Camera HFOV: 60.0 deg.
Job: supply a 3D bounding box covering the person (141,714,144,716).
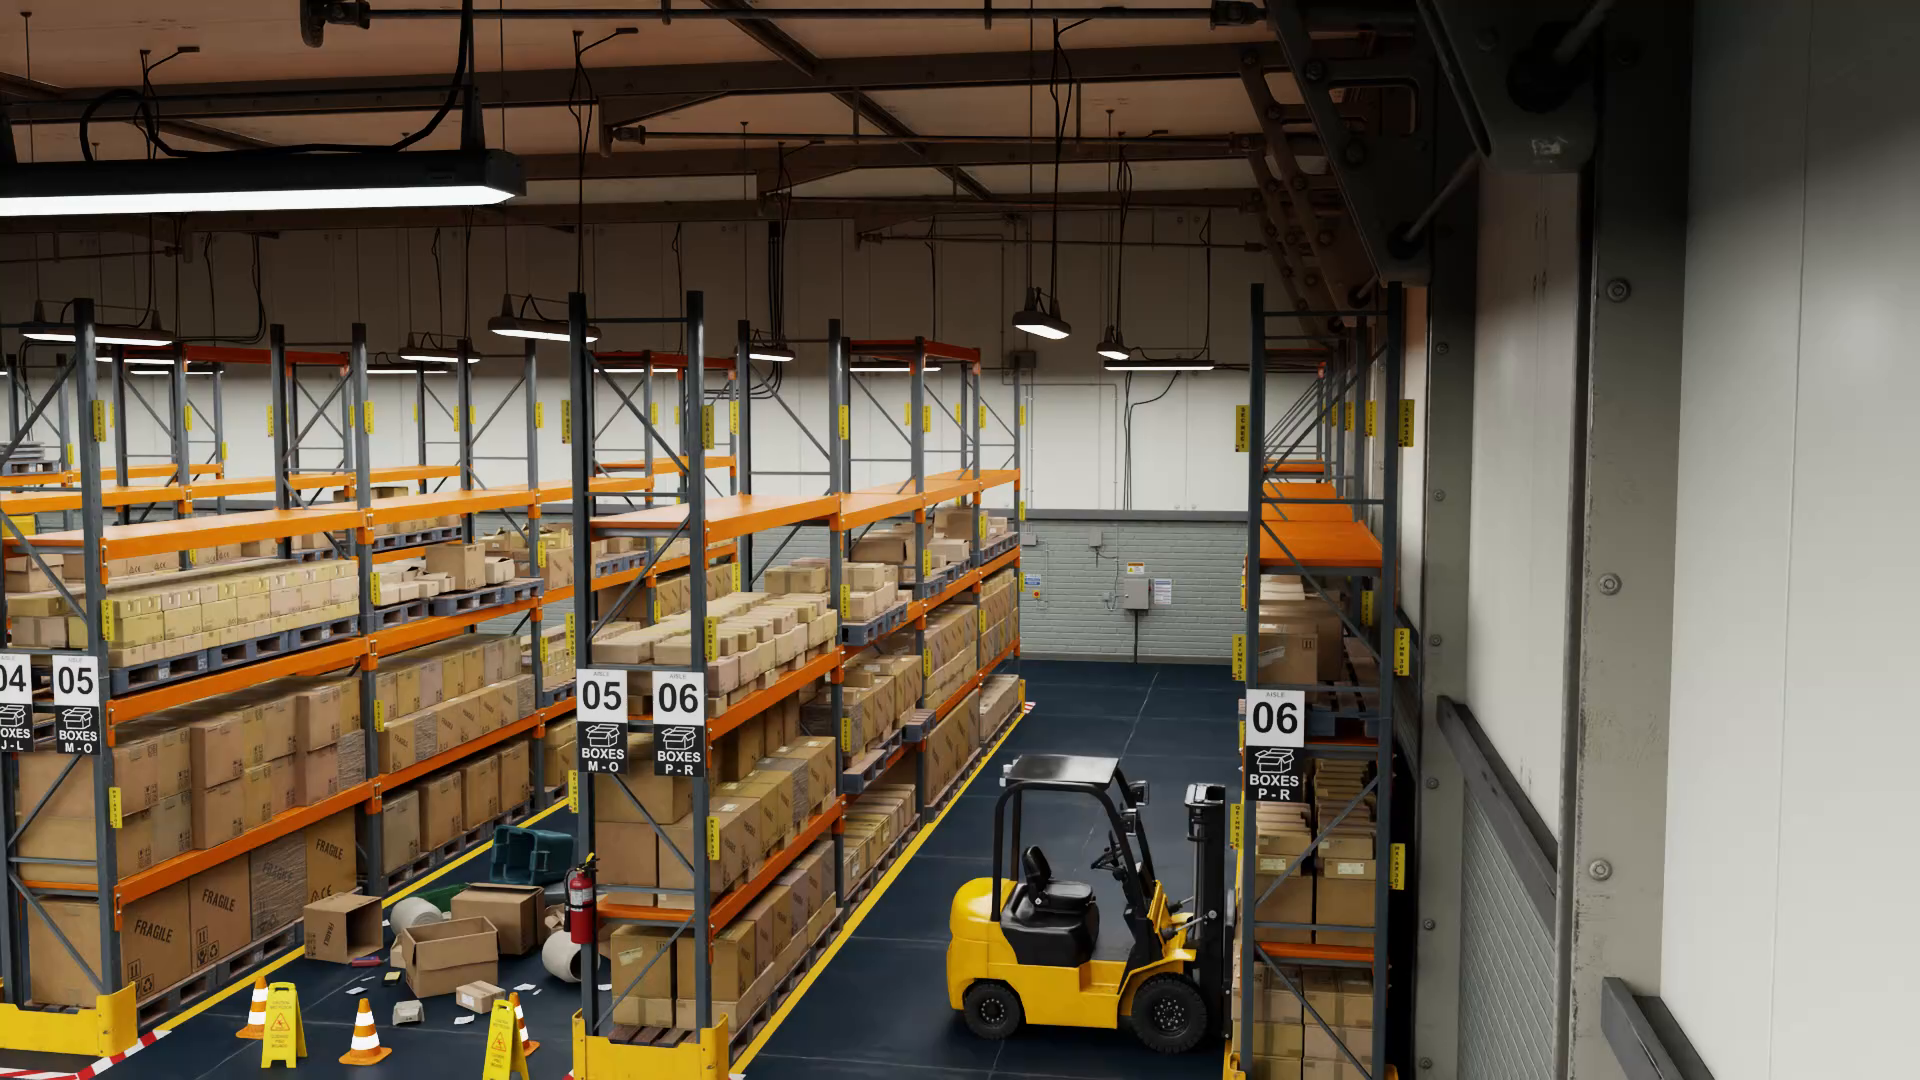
[{"bbox_3d":[-9.648,2.761,19.656,0.467,1.664,0.724,0,5,-5],"label":"person"}]
